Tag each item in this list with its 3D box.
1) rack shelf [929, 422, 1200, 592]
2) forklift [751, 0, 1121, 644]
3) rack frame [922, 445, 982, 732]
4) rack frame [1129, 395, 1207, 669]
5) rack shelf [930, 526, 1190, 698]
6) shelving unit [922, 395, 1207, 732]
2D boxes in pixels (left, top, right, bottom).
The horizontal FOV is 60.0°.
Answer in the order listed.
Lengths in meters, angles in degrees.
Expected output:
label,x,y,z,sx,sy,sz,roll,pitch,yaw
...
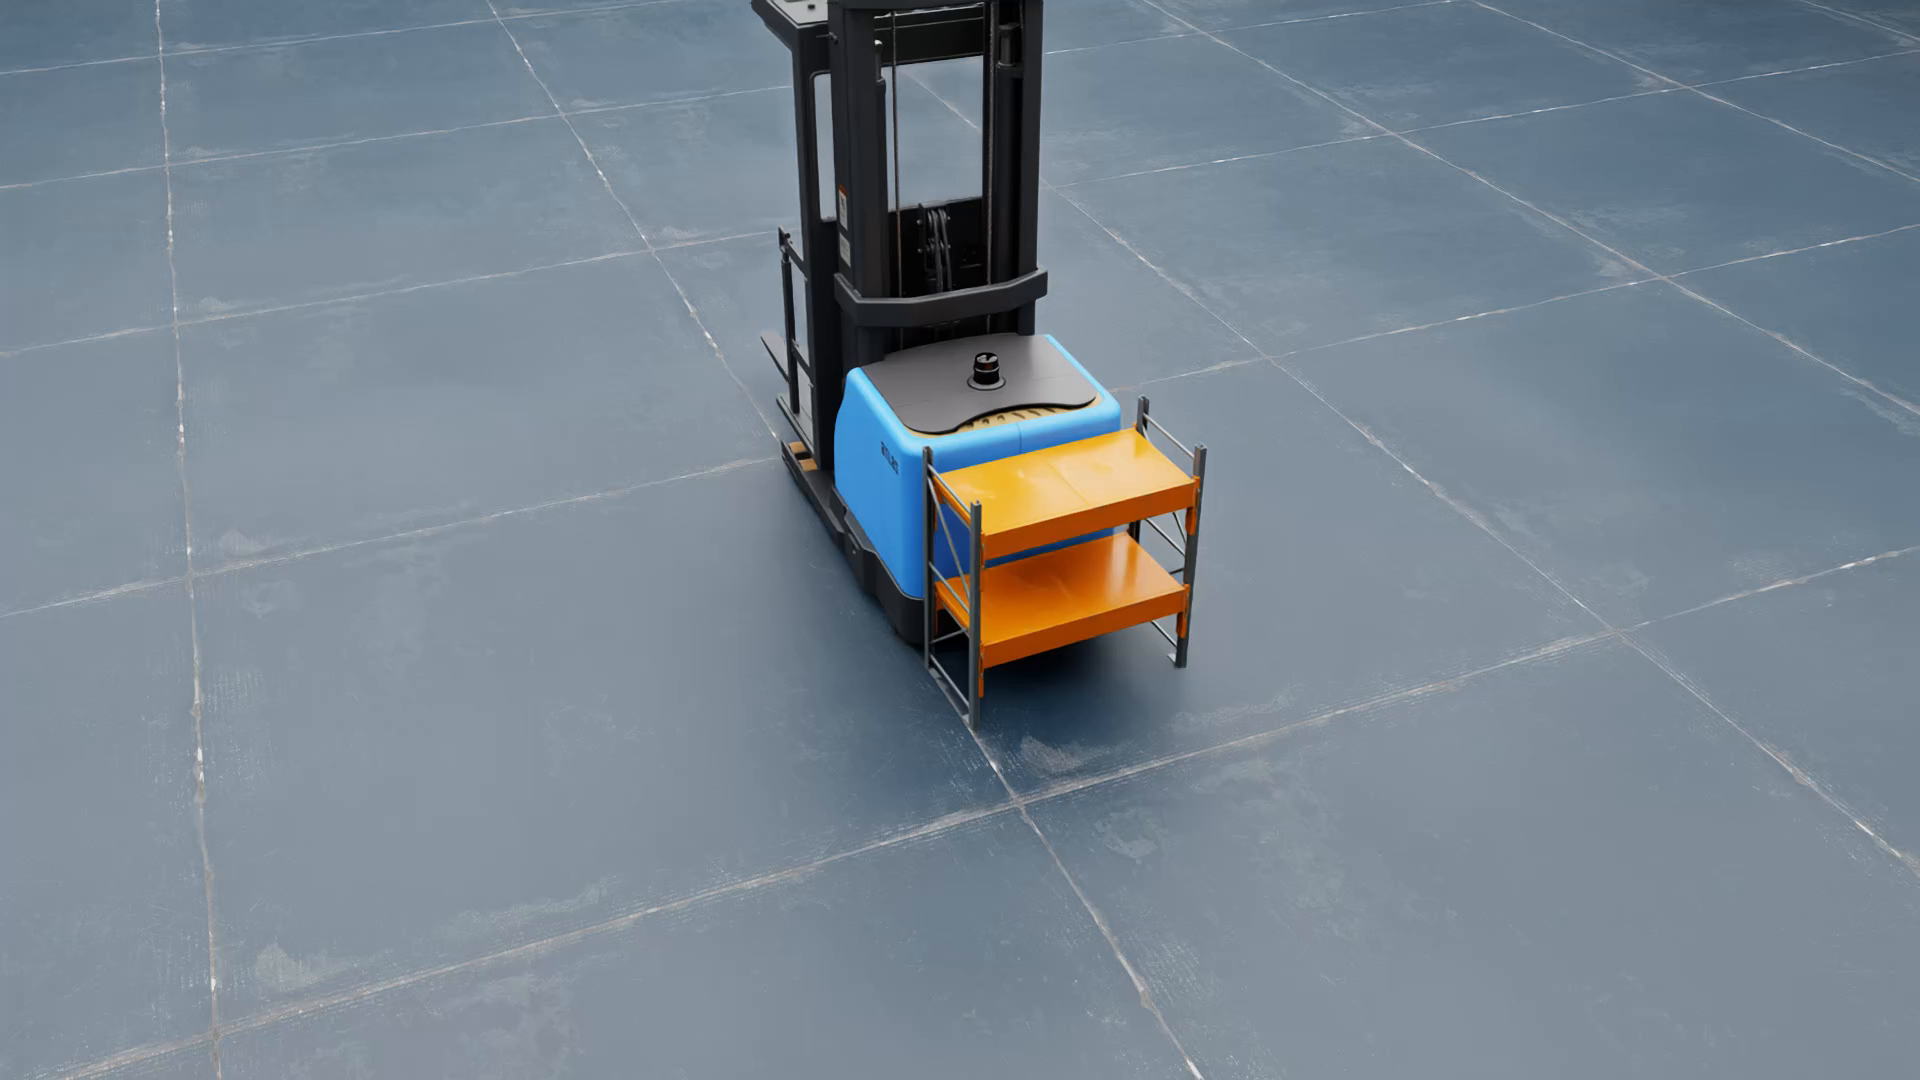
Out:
label,x,y,z,sx,sy,sz,roll,pitch,yaw
rack shelf,0.424,-0.152,6.914,1.000,0.278,0.538,-14,36,-21
forklift,-0.296,-1.561,7.961,1.130,2.935,3.031,-12,35,-18
rack frame,-0.036,0.211,6.893,0.032,1.125,0.500,-14,36,-21
rack frame,0.884,-0.026,7.256,0.032,1.125,0.500,-14,36,-21
rack shelf,0.424,0.297,7.208,1.000,0.278,0.538,-14,36,-21
shelving unit,0.424,0.093,7.074,1.048,1.125,0.538,-14,36,-21
